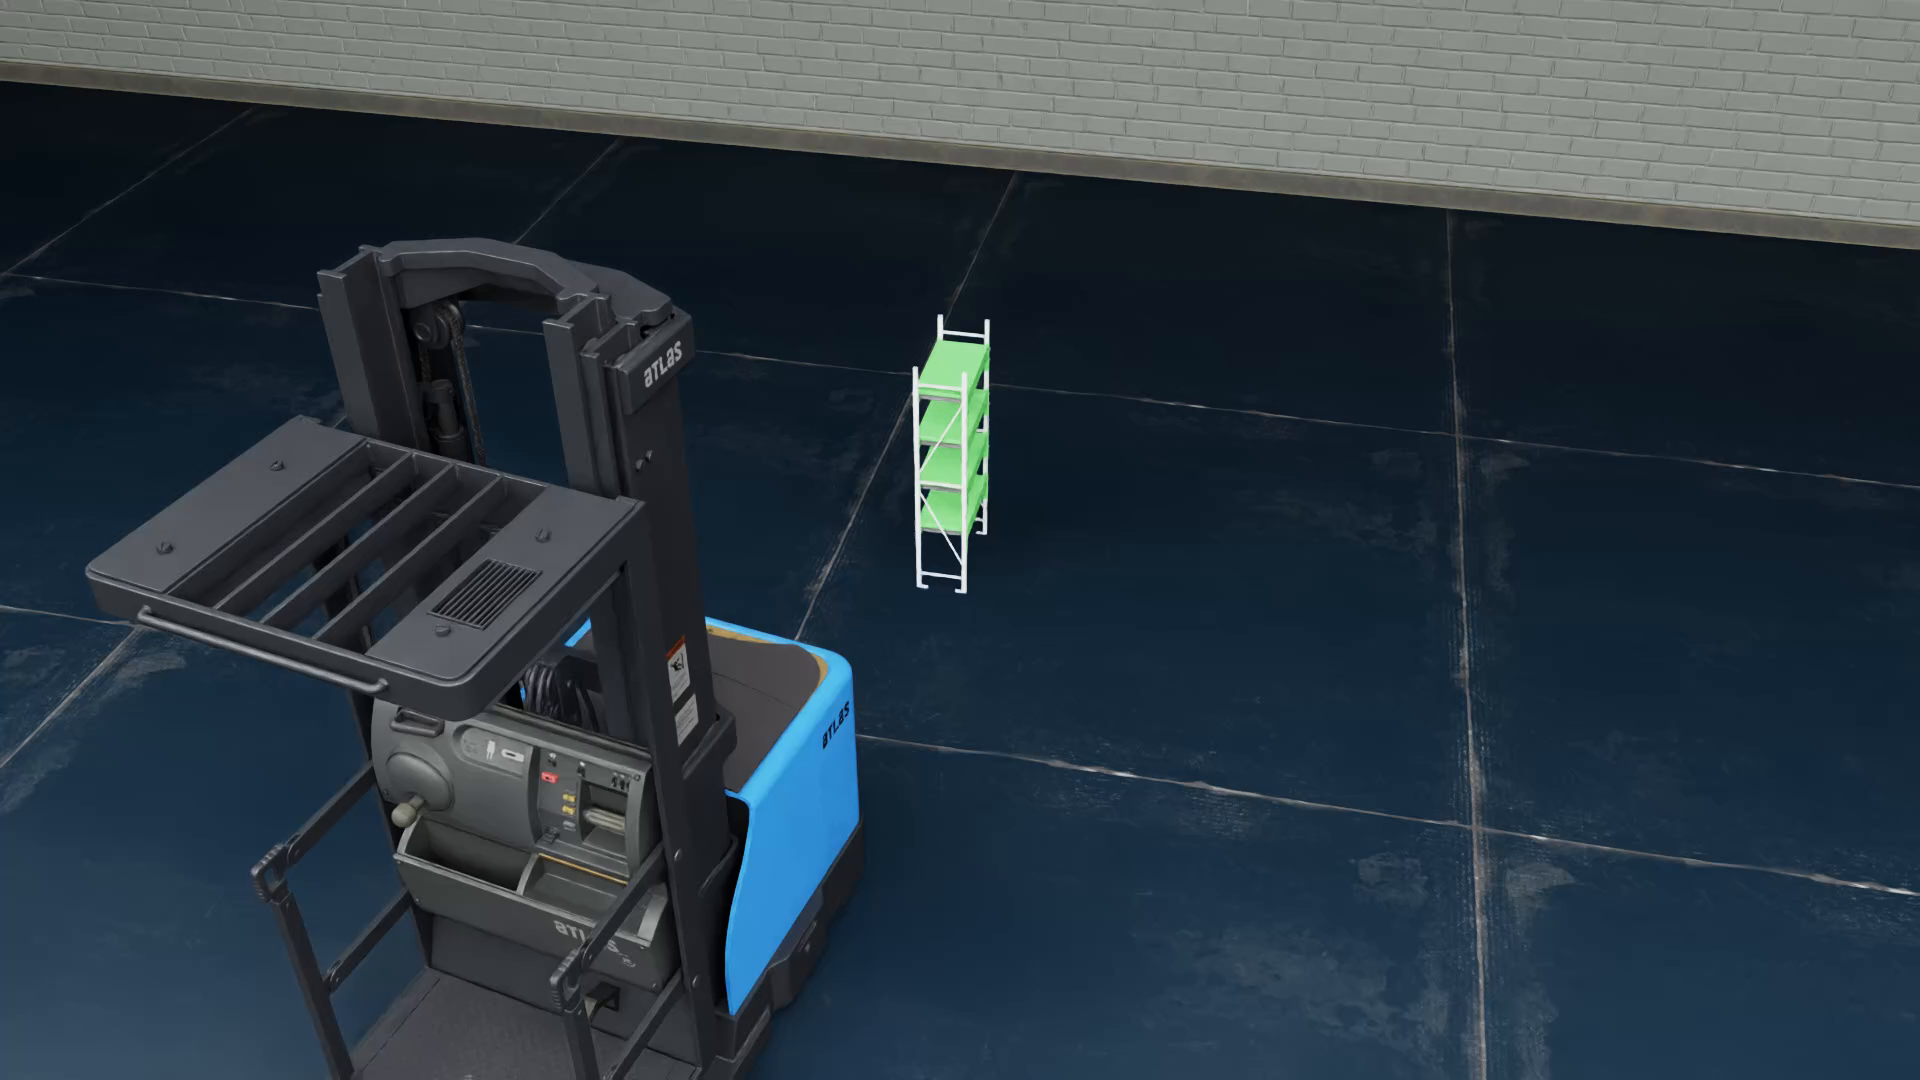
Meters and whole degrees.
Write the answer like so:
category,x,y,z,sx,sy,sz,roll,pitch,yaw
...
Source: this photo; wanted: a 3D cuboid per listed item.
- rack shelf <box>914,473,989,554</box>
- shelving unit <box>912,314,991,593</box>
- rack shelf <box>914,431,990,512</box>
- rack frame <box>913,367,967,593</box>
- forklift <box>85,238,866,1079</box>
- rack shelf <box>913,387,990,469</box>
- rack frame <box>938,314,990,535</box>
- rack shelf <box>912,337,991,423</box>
category,x,y,z,sx,sy,sz,roll,pitch,yaw
rack shelf,-0.035,-0.145,7.945,0.258,0.148,0.480,7,37,10
shelving unit,-0.035,-0.391,7.767,0.258,1.200,0.503,7,37,10
rack shelf,-0.035,-0.339,7.804,0.258,0.148,0.480,7,37,10
rack frame,-0.087,-0.251,7.574,0.240,1.200,0.015,7,37,10
forklift,-1.399,0.779,4.677,1.130,2.935,3.031,14,38,18
rack shelf,-0.035,-0.534,7.664,0.258,0.148,0.480,7,37,10
rack frame,0.017,-0.531,7.960,0.240,1.200,0.015,7,37,10
rack shelf,-0.035,-0.728,7.523,0.258,0.148,0.480,7,37,10
